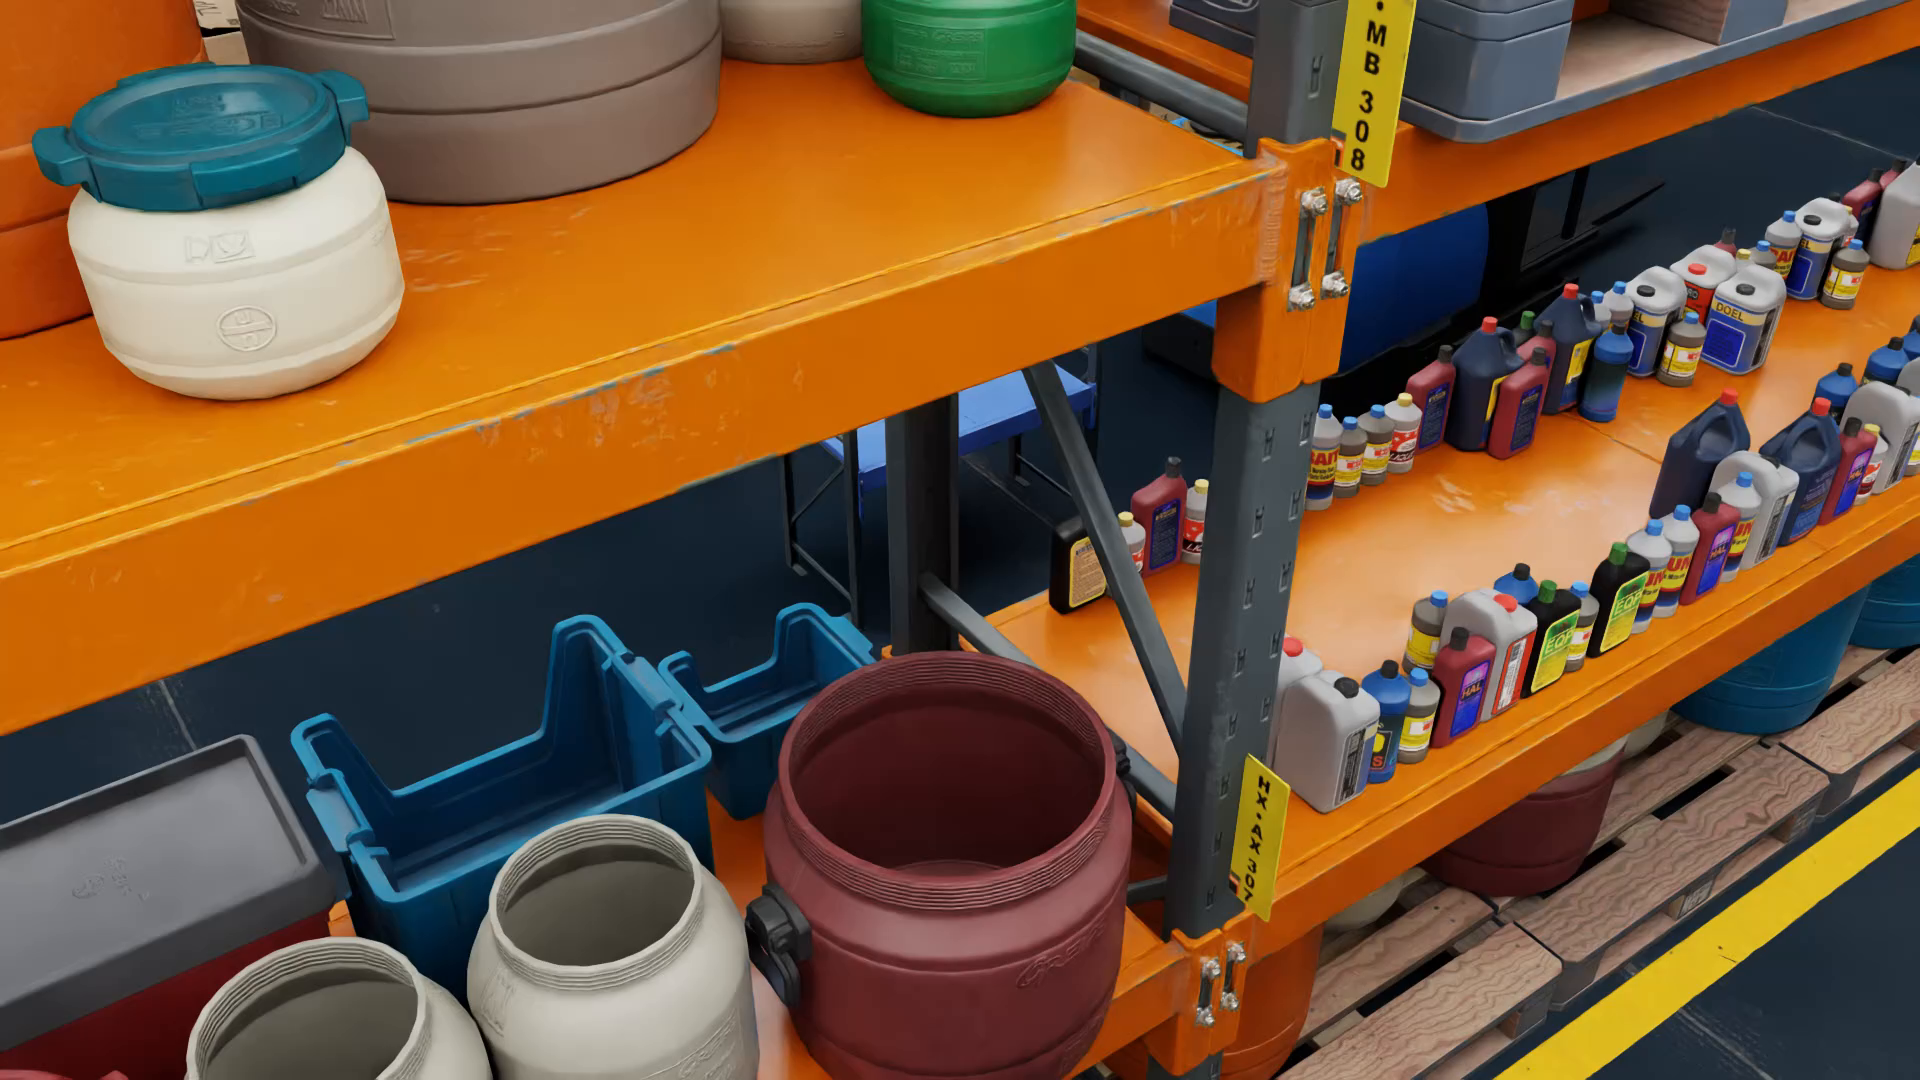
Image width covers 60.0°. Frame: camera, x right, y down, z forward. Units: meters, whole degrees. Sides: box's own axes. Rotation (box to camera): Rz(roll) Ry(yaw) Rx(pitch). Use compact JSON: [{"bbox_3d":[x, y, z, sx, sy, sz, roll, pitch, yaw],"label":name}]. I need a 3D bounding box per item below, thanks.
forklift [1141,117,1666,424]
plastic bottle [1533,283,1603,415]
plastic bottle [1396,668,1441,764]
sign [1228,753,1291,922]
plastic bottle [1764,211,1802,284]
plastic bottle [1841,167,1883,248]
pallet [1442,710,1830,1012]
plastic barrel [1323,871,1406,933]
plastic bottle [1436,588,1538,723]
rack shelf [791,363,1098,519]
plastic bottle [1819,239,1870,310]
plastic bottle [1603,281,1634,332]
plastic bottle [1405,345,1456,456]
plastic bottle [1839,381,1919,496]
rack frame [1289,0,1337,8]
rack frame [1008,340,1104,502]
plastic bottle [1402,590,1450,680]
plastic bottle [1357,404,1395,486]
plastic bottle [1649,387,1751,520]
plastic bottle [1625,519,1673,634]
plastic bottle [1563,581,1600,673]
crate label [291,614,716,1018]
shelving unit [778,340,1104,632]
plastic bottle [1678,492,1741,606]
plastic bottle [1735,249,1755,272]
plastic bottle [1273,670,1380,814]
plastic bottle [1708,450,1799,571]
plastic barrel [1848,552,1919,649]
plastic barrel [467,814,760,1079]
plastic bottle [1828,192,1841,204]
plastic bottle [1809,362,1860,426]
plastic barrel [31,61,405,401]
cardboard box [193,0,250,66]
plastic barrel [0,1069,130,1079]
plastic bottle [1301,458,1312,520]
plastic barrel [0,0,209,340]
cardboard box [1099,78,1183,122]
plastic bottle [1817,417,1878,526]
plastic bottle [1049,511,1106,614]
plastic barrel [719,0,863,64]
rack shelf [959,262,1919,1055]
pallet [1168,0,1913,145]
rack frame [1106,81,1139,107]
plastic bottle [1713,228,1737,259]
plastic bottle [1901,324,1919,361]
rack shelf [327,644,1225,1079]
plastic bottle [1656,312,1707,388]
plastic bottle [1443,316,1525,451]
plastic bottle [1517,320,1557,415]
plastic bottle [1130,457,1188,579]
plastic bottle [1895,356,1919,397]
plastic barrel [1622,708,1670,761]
[{"bbox_3d":[2.226,-2.379,7.047,3.031,2.935,1.130,-28,44,-33],"label":"forklift"},{"bbox_3d":[1.618,-0.528,4.458,0.185,0.351,0.144,-22,41,-28],"label":"plastic bottle"},{"bbox_3d":[0.915,0.347,3.368,0.097,0.201,0.097,0,36,0],"label":"plastic bottle"},{"bbox_3d":[0.507,0.511,2.831,0.005,0.325,0.100,-22,41,-28],"label":"sign"},{"bbox_3d":[2.447,-0.854,4.978,0.097,0.271,0.097,0,36,0],"label":"plastic bottle"},{"bbox_3d":[2.800,-1.017,5.195,0.133,0.283,0.061,-22,41,-28],"label":"plastic bottle"},{"bbox_3d":[1.801,0.756,5.019,1.213,0.211,1.003,-22,41,-28],"label":"pallet"},{"bbox_3d":[0.985,0.751,4.408,0.421,0.512,0.421,0,36,0],"label":"plastic barrel"},{"bbox_3d":[1.103,0.220,3.481,0.135,0.276,0.152,-22,41,-28],"label":"plastic bottle"},{"bbox_3d":[-0.070,-0.434,5.877,1.000,0.185,0.538,-22,41,-28],"label":"rack shelf"},{"bbox_3d":[2.644,-0.798,4.961,0.097,0.201,0.097,0,36,0],"label":"plastic bottle"},{"bbox_3d":[1.799,-0.587,4.608,0.097,0.271,0.097,0,36,0],"label":"plastic bottle"},{"bbox_3d":[1.204,-0.360,4.282,0.133,0.283,0.061,-22,41,-28],"label":"plastic bottle"},{"bbox_3d":[2.308,-0.276,4.171,0.135,0.276,0.152,-22,41,-28],"label":"plastic bottle"},{"bbox_3d":[0.185,-2.119,1.489,0.127,3.000,1.000,-22,41,-28],"label":"rack frame"},{"bbox_3d":[0.346,-0.751,6.010,0.032,1.500,0.500,-22,41,-28],"label":"rack frame"},{"bbox_3d":[1.016,0.197,3.577,0.097,0.201,0.097,0,36,0],"label":"plastic bottle"},{"bbox_3d":[1.040,-0.247,4.194,0.097,0.201,0.097,0,36,0],"label":"plastic bottle"},{"bbox_3d":[1.793,-0.200,4.002,0.185,0.351,0.144,-22,41,-28],"label":"plastic bottle"},{"bbox_3d":[1.511,0.073,3.689,0.097,0.271,0.097,0,36,0],"label":"plastic bottle"},{"bbox_3d":[1.322,0.180,3.602,0.097,0.201,0.097,0,36,0],"label":"plastic bottle"},{"bbox_3d":[-0.783,0.507,2.945,0.616,0.435,0.502,-22,41,-28],"label":"crate label"},{"bbox_3d":[-0.070,-0.580,5.772,1.048,1.500,0.538,-22,41,-28],"label":"shelving unit"},{"bbox_3d":[1.695,0.006,3.773,0.133,0.283,0.061,-22,41,-28],"label":"plastic bottle"},{"bbox_3d":[2.288,-0.760,4.908,0.097,0.201,0.097,0,36,0],"label":"plastic bottle"},{"bbox_3d":[0.724,0.376,3.265,0.135,0.276,0.152,-22,41,-28],"label":"plastic bottle"},{"bbox_3d":[1.858,-0.091,3.914,0.135,0.276,0.152,-22,41,-28],"label":"plastic bottle"},{"bbox_3d":[3.000,-0.173,5.358,0.708,0.901,0.600,-22,41,-28],"label":"plastic barrel"},{"bbox_3d":[-0.533,0.719,2.585,0.421,0.512,0.421,0,36,0],"label":"plastic barrel"},{"bbox_3d":[2.636,-0.932,5.087,0.097,0.271,0.097,0,36,0],"label":"plastic bottle"},{"bbox_3d":[2.221,-0.327,4.246,0.097,0.271,0.097,0,36,0],"label":"plastic bottle"},{"bbox_3d":[-0.720,-0.306,1.656,0.301,0.262,0.301,0,36,0],"label":"plastic barrel"},{"bbox_3d":[-2.988,-1.911,6.415,0.500,0.311,0.500,-20,40,-25],"label":"cardboard box"},{"bbox_3d":[-1.223,0.997,2.178,0.433,0.535,0.433,0,36,0],"label":"plastic barrel"},{"bbox_3d":[0.802,-0.148,4.057,0.097,0.201,0.097,0,36,0],"label":"plastic bottle"},{"bbox_3d":[-1.146,-0.683,1.694,0.708,0.830,0.600,-22,41,-28],"label":"plastic barrel"},{"bbox_3d":[1.071,-2.519,9.110,0.500,0.311,0.500,-22,41,-28],"label":"cardboard box"},{"bbox_3d":[2.145,-0.179,4.030,0.133,0.283,0.061,-22,41,-28],"label":"plastic bottle"},{"bbox_3d":[0.269,0.024,3.747,0.133,0.283,0.061,-22,41,-28],"label":"plastic bottle"},{"bbox_3d":[-0.246,-0.988,2.390,0.421,0.512,0.421,0,36,0],"label":"plastic barrel"},{"bbox_3d":[1.819,-0.064,4.386,4.000,0.370,1.077,-22,41,-28],"label":"rack shelf"},{"bbox_3d":[0.866,-1.035,2.713,1.213,0.211,1.003,-22,41,-28],"label":"pallet"},{"bbox_3d":[0.604,-3.394,8.400,0.127,3.000,1.000,-22,41,-28],"label":"rack frame"},{"bbox_3d":[2.183,-0.763,4.842,0.133,0.283,0.061,-22,41,-28],"label":"plastic bottle"},{"bbox_3d":[2.520,-0.451,4.418,0.097,0.271,0.097,0,36,0],"label":"plastic bottle"},{"bbox_3d":[-1.450,1.281,2.516,4.000,0.370,1.077,-22,41,-28],"label":"rack shelf"},{"bbox_3d":[1.997,-0.532,4.590,0.097,0.201,0.097,0,36,0],"label":"plastic bottle"},{"bbox_3d":[1.358,-0.421,4.309,0.185,0.351,0.144,-22,41,-28],"label":"plastic bottle"},{"bbox_3d":[1.499,-0.438,4.390,0.133,0.283,0.061,-22,41,-28],"label":"plastic bottle"},{"bbox_3d":[0.458,-0.053,3.855,0.133,0.283,0.061,-22,41,-28],"label":"plastic bottle"},{"bbox_3d":[2.497,-0.354,4.279,0.135,0.276,0.152,-22,41,-28],"label":"plastic bottle"},{"bbox_3d":[1.908,0.371,4.936,0.421,0.512,0.421,0,36,0],"label":"plastic barrel"}]
